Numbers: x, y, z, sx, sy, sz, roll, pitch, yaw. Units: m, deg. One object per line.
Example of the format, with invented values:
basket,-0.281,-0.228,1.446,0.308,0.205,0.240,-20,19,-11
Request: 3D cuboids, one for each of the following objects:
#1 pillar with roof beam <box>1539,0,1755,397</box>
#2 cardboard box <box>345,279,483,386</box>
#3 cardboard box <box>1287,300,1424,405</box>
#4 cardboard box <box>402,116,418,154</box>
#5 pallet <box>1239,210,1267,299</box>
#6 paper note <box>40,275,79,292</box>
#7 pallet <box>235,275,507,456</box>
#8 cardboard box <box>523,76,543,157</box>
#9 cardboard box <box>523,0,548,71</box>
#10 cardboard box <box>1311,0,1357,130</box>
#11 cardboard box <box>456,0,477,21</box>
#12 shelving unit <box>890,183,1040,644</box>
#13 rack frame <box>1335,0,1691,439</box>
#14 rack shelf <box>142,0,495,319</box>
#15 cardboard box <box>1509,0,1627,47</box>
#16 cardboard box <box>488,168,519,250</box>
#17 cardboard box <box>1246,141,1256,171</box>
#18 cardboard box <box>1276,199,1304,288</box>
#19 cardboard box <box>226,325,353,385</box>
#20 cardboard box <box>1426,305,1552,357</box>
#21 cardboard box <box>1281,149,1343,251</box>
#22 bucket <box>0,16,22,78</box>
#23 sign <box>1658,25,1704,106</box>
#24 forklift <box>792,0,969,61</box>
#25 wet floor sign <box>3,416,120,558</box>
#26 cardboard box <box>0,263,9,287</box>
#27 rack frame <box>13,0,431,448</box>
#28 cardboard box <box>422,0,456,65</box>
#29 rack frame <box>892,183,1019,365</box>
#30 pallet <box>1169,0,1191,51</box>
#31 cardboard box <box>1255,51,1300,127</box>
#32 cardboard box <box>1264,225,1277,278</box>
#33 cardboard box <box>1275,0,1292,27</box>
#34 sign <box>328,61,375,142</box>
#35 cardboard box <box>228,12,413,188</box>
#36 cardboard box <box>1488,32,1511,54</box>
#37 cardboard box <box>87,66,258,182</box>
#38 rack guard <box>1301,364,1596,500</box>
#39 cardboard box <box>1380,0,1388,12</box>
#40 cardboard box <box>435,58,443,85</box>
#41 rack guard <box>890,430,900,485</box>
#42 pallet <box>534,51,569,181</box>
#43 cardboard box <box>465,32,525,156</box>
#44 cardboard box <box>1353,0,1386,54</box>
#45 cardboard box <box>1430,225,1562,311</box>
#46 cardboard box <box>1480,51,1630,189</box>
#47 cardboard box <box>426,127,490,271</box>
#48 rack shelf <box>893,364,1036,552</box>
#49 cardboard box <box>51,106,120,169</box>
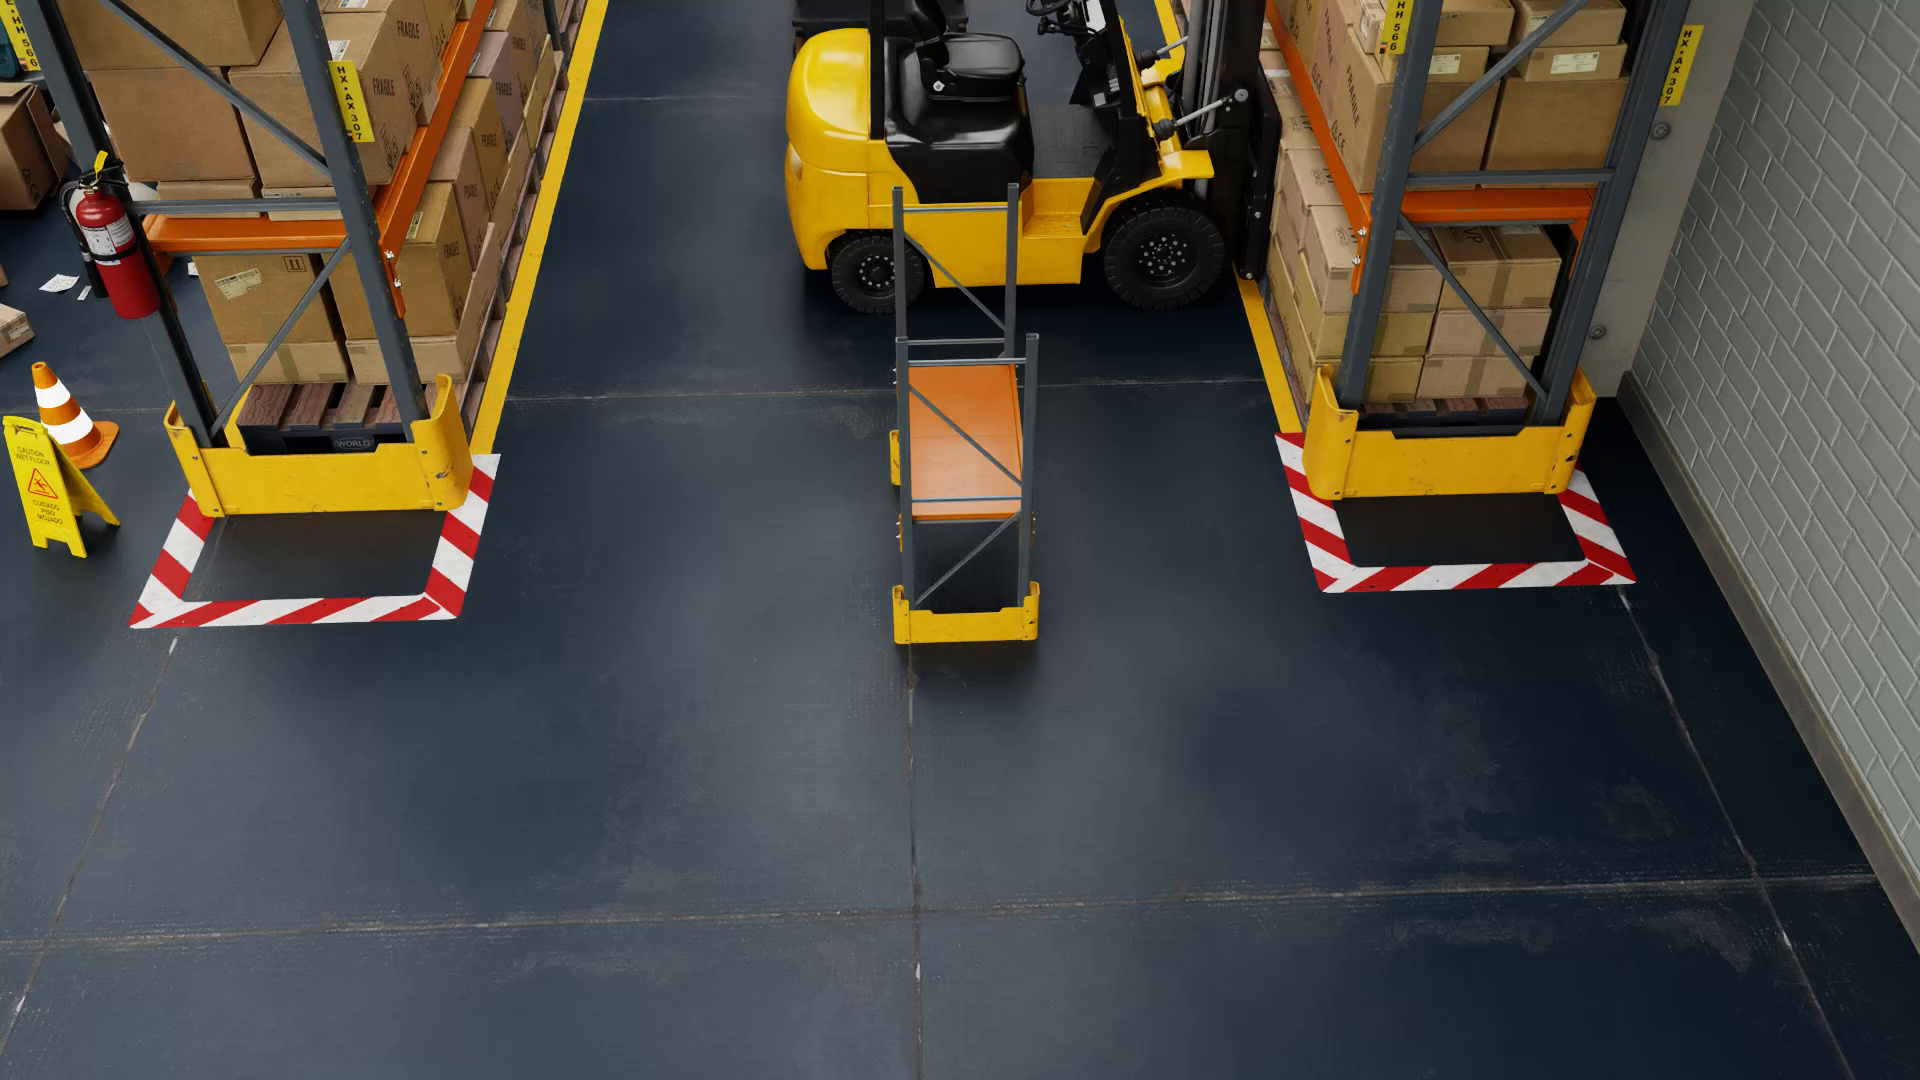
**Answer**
pillar with roof beam,-1.270,-4.017,4.972,9.100,9.000,0.400,-2,43,-2
cardboard box,-2.557,-0.981,7.825,0.500,0.250,0.500,-2,43,-2
cardboard box,1.824,-0.882,7.717,0.500,0.250,0.500,-1,43,-1
cardboard box,-2.562,-1.782,7.160,0.380,0.149,0.250,-3,43,-3
pallet,2.037,-1.742,8.994,1.003,0.211,1.213,-2,43,-2
paper note,-4.714,-1.348,8.706,0.148,0.019,0.142,12,44,13
pallet,-2.801,-0.861,8.033,1.003,0.211,1.213,-2,43,-2
cardboard box,-2.643,-2.379,9.349,0.500,0.250,0.500,-3,43,-3
cardboard box,-2.676,-3.014,9.487,0.500,0.500,0.500,-2,43,-2
cardboard box,1.864,-2.145,7.296,0.500,0.500,0.500,0,43,0
cardboard box,-2.576,-2.655,8.113,0.380,0.149,0.250,-1,43,-1
shelving unit,0.003,-0.501,6.687,0.587,1.500,1.083,-2,43,-2
rack frame,2.160,-1.433,6.593,1.000,3.000,0.127,-2,43,-2
rack shelf,-2.884,-2.373,8.151,1.077,0.370,4.000,-2,43,-2
cardboard box,2.359,-2.051,6.494,0.380,0.149,0.250,-2,43,-3
cardboard box,-2.607,-1.694,8.603,0.500,0.250,0.500,1,43,1
cardboard box,1.756,-2.103,8.678,0.500,0.250,0.500,-2,43,-2
cardboard box,1.816,-1.417,7.930,0.500,0.250,0.500,-2,43,-2
cardboard box,-3.103,-0.983,7.827,0.500,0.250,0.500,-2,43,-2
cardboard box,2.348,-1.082,7.564,0.500,0.250,0.500,-1,43,-1
cardboard box,1.801,-1.589,7.748,0.500,0.250,0.500,-1,43,-1
bucket,-5.601,-3.106,9.716,0.726,0.611,0.620,12,34,13
sign,2.715,-1.793,6.287,0.100,0.325,0.005,-2,43,-2
forklift,-0.511,-4.333,9.808,1.130,2.935,3.031,-2,43,-2
wet floor sign,-3.860,-0.261,7.057,0.267,0.644,0.232,12,44,13
cardboard box,-5.403,-1.481,8.493,0.797,0.503,0.637,-32,51,-30
rack frame,-2.799,-1.288,6.435,1.000,3.000,0.127,-2,43,-2
cardboard box,-2.590,-2.456,7.415,0.500,0.500,0.500,-2,43,-3
rack frame,-0.018,-0.838,7.055,0.500,1.500,0.032,-2,43,-2
pallet,1.920,-3.601,11.023,1.003,0.211,1.213,-2,43,-2
cardboard box,1.756,-2.272,8.493,0.500,0.250,0.500,-2,43,-3
cardboard box,1.800,-1.556,8.452,0.500,0.250,0.500,-1,43,-1
cardboard box,1.810,-2.830,8.043,0.500,0.500,0.500,-1,43,-2
sign,-2.257,-1.623,6.160,0.100,0.325,0.005,-2,43,-2
cardboard box,-2.542,-1.762,6.658,0.500,0.500,0.500,-2,43,-2
cardboard box,2.331,-2.110,6.778,0.380,0.149,0.250,-2,43,-2
cardboard box,-3.097,-1.793,6.692,0.500,0.500,0.500,-2,43,-3
rack guard,2.161,-0.495,7.420,1.175,0.500,0.348,-2,43,-2
cardboard box,1.893,-2.220,6.678,0.380,0.149,0.250,-2,43,-2
cardboard box,-2.571,-2.128,7.538,0.380,0.149,0.250,-1,43,-1
rack guard,-0.018,-0.377,7.476,0.587,0.250,0.087,-2,43,-2
pallet,-2.905,-2.508,9.830,1.003,0.211,1.213,-2,43,-2
cardboard box,-2.630,-2.326,8.737,0.500,0.500,0.500,0,43,0
cardboard box,1.825,-2.106,6.774,0.380,0.149,0.250,-1,43,-1
cardboard box,2.329,-1.272,7.402,0.500,0.250,0.500,-2,43,-2
cardboard box,2.416,-1.812,6.933,0.500,0.500,0.500,0,43,0
cardboard box,-2.585,-1.627,7.974,0.500,0.500,0.500,-3,43,-3
rack shelf,0.004,-0.363,6.802,0.538,0.185,1.000,-2,43,-2
cardboard box,-5.079,-2.369,9.638,0.258,0.266,0.396,-32,51,-30
